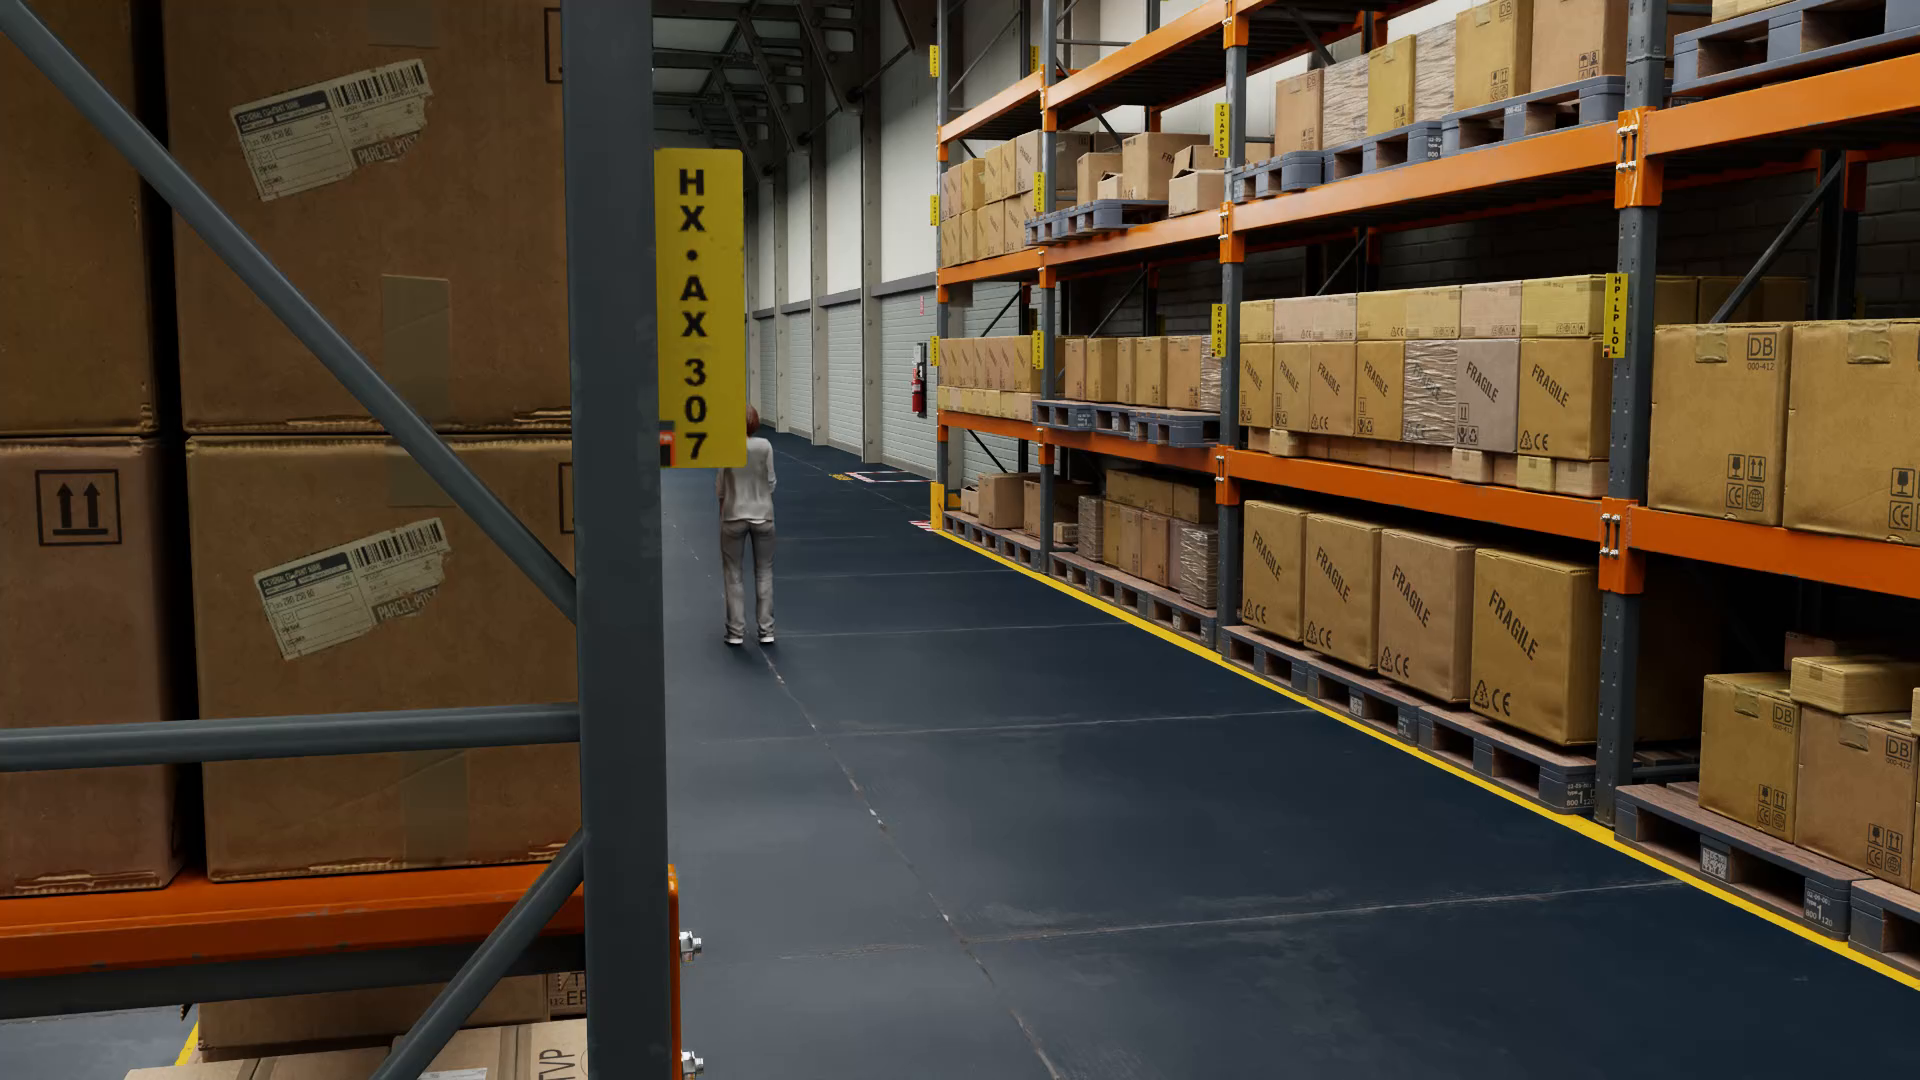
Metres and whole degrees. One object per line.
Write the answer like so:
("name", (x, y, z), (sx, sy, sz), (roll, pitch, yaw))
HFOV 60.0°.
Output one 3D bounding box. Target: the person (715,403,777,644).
("person", (-1.410, -0.119, 10.970), (0.404, 1.591, 0.492), (-1, 6, -13))
